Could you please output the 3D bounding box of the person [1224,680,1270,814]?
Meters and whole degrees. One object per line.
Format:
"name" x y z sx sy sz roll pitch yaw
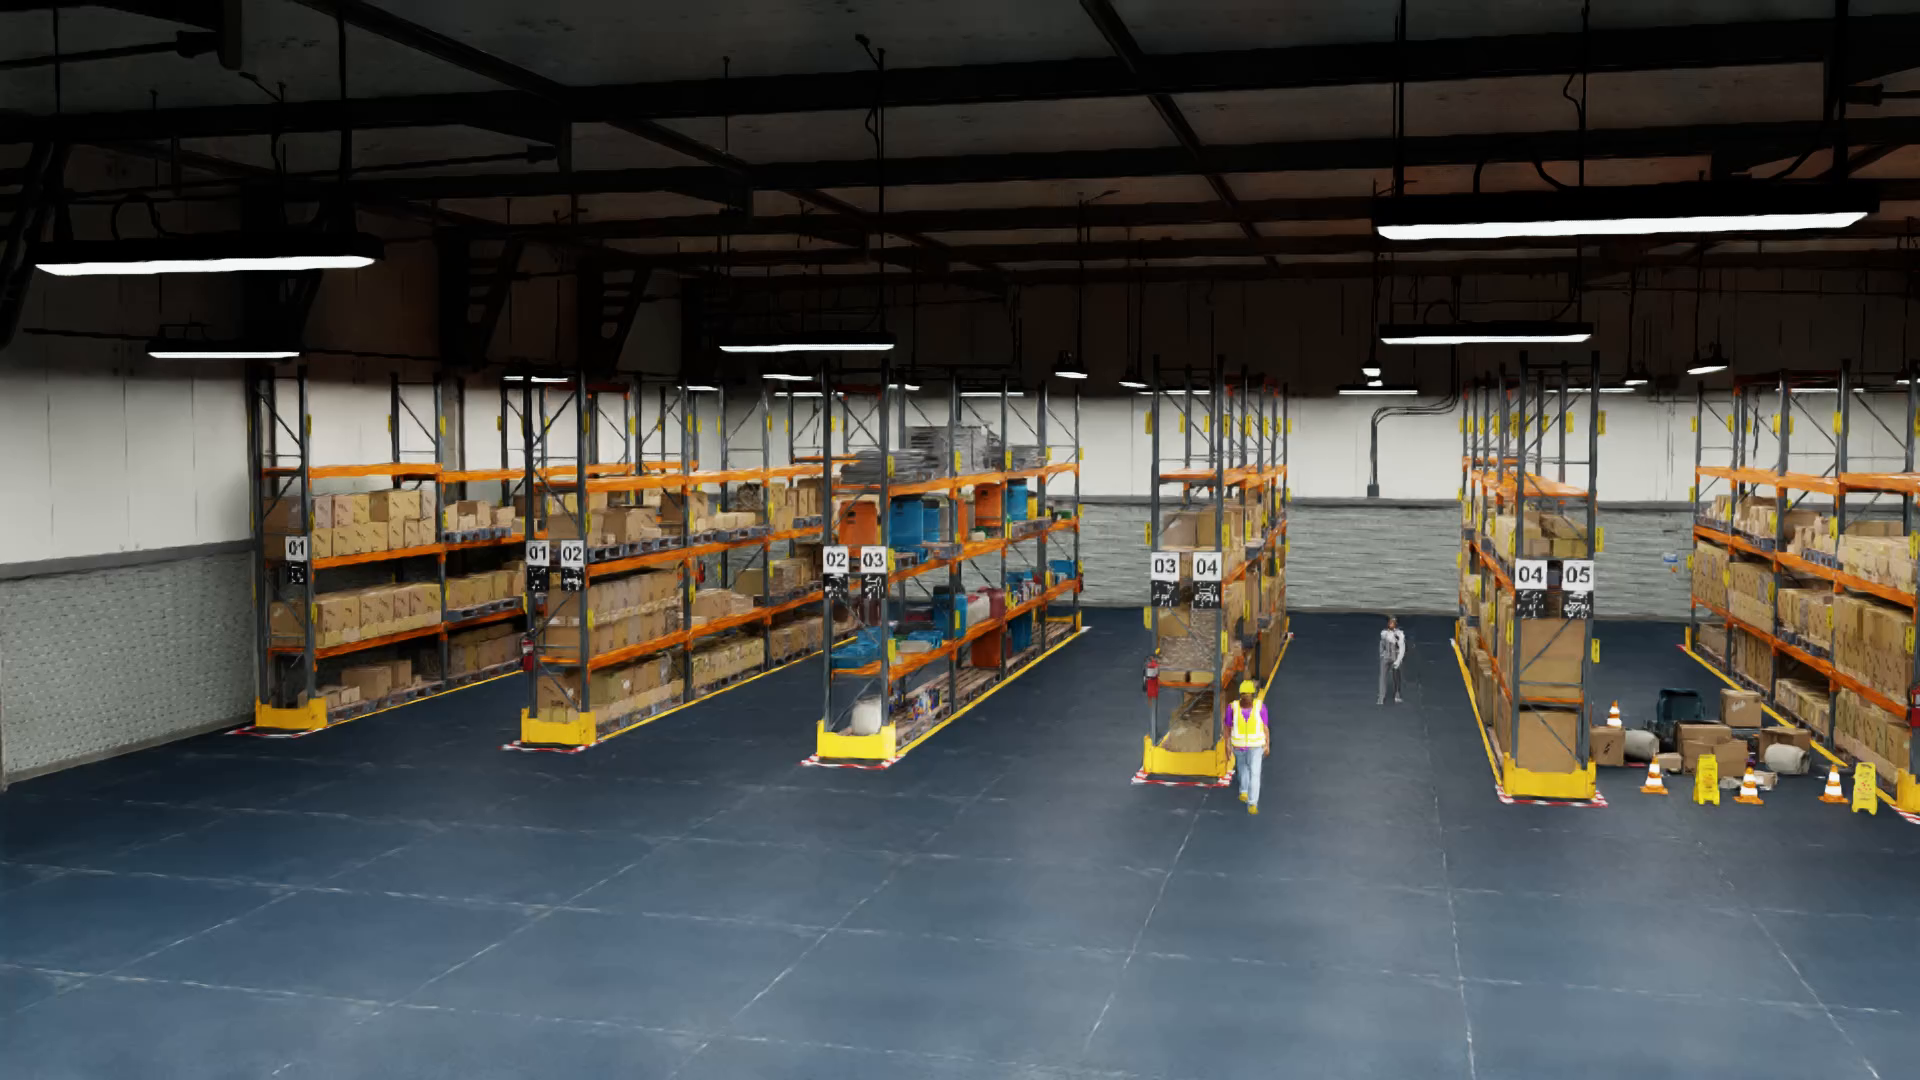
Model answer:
"person" 3.718 2.655 21.637 0.577 1.691 1.121 1 4 16

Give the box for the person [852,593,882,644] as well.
"person" -1.922 1.730 34.862 0.729 1.717 0.538 1 4 13

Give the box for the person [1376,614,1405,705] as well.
"person" 7.740 2.123 29.787 0.482 1.616 0.997 2 4 23

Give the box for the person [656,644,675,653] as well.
"person" -6.400 1.674 35.788 0.677 1.741 0.547 1 4 12
